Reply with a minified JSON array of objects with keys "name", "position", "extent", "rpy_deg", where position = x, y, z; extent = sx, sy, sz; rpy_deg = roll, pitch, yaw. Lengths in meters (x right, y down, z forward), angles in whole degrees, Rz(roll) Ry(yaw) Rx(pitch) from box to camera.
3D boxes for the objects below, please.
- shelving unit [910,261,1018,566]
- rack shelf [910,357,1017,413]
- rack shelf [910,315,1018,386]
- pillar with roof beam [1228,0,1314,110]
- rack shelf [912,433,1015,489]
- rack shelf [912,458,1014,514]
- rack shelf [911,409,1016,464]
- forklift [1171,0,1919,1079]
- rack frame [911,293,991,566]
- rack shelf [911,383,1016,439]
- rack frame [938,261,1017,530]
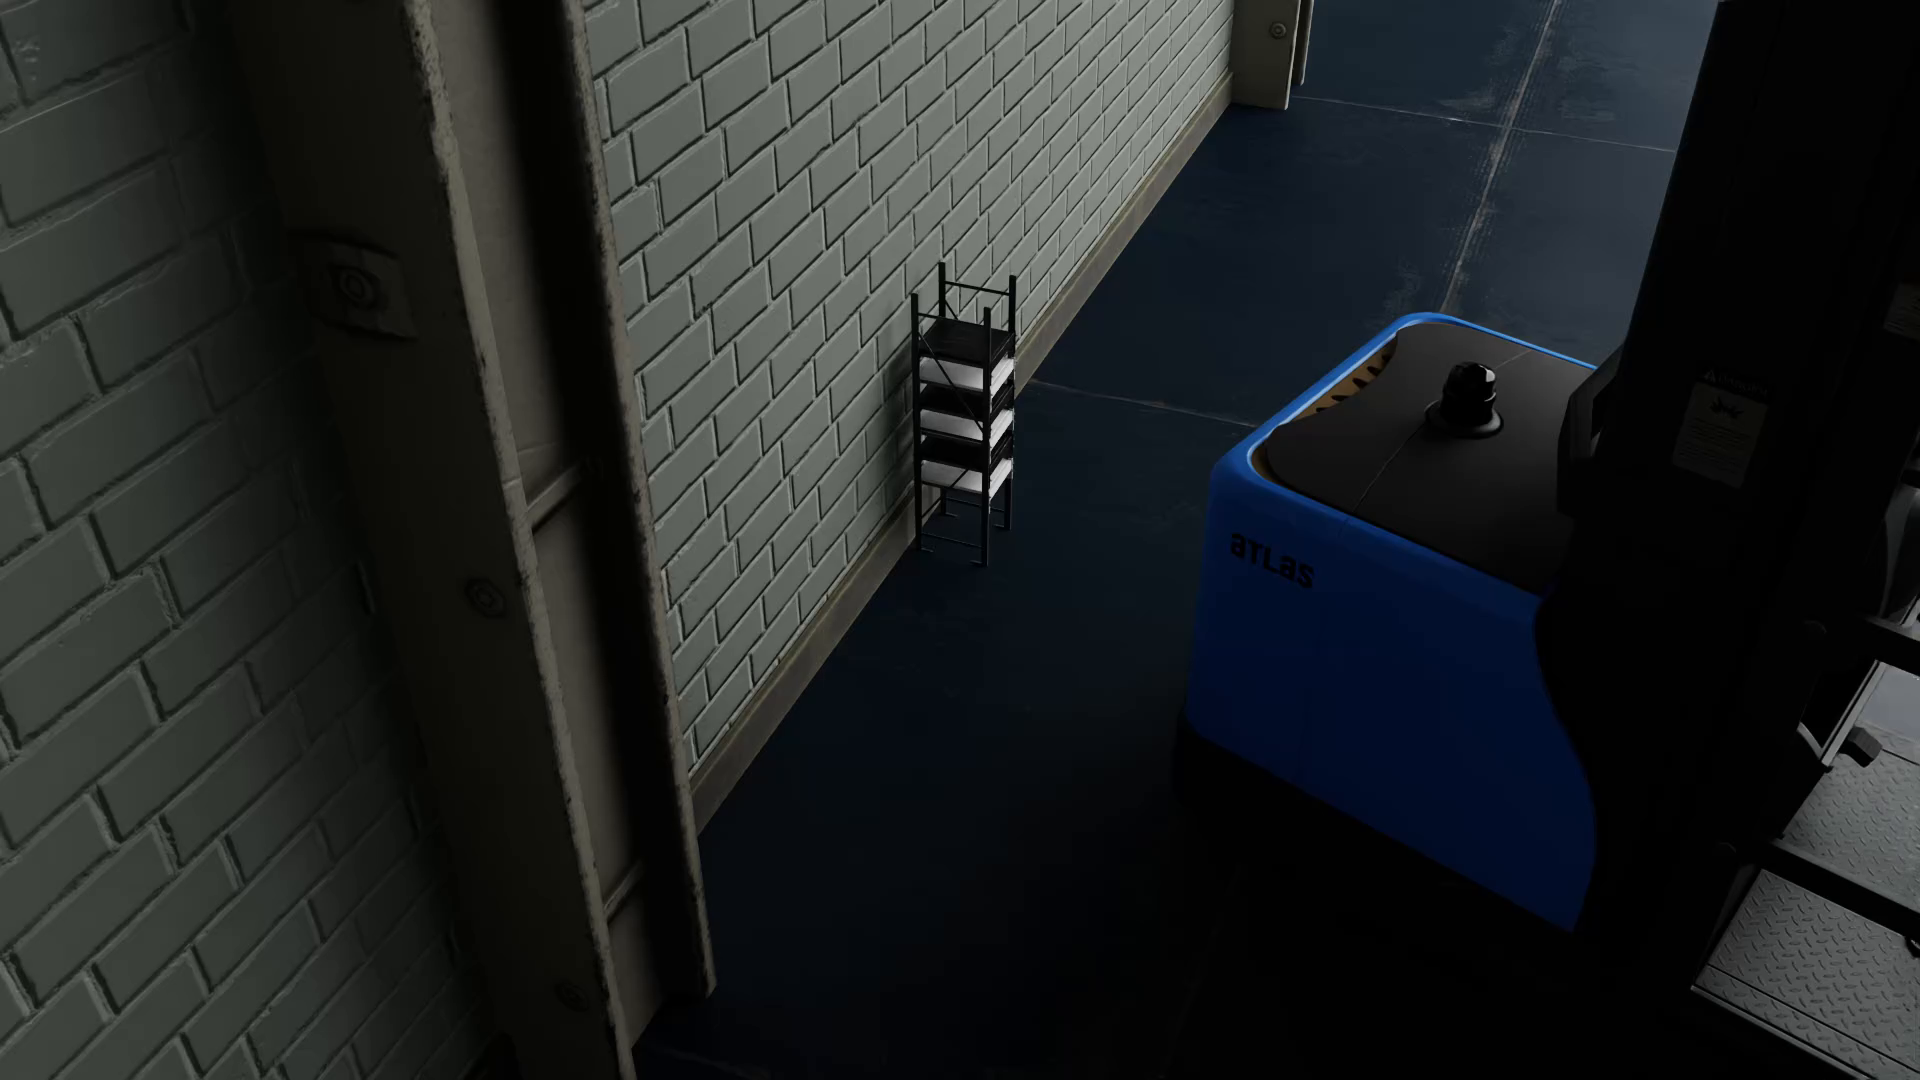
[{"name":"shelving unit","position":[0.012,-0.364,4.985],"extent":[0.258,0.900,0.210],"rpy_deg":[13,39,17]},{"name":"rack shelf","position":[0.012,-0.481,4.898],"extent":[0.258,0.077,0.200],"rpy_deg":[13,39,17]},{"name":"rack shelf","position":[0.012,-0.554,4.844],"extent":[0.258,0.077,0.200],"rpy_deg":[13,39,17]},{"name":"pillar with roof beam","position":[5.483,-4.843,4.212],"extent":[9.100,9.000,0.400],"rpy_deg":[14,39,18]},{"name":"rack shelf","position":[0.012,-0.265,5.059],"extent":[0.258,0.077,0.200],"rpy_deg":[13,39,17]},{"name":"rack shelf","position":[0.012,-0.193,5.113],"extent":[0.258,0.077,0.200],"rpy_deg":[13,39,17]},{"name":"rack shelf","position":[0.012,-0.337,5.005],"extent":[0.258,0.077,0.200],"rpy_deg":[13,39,17]},{"name":"forklift","position":[1.998,-0.134,2.981],"extent":[3.031,2.935,1.130],"rpy_deg":[27,44,31]},{"name":"rack frame","position":[-0.026,-0.307,4.910],"extent":[0.240,0.900,0.006],"rpy_deg":[13,39,17]},{"name":"rack shelf","position":[0.012,-0.409,4.951],"extent":[0.258,0.077,0.200],"rpy_deg":[13,39,17]},{"name":"rack frame","position":[0.049,-0.421,5.061],"extent":[0.240,0.900,0.006],"rpy_deg":[13,39,17]}]
